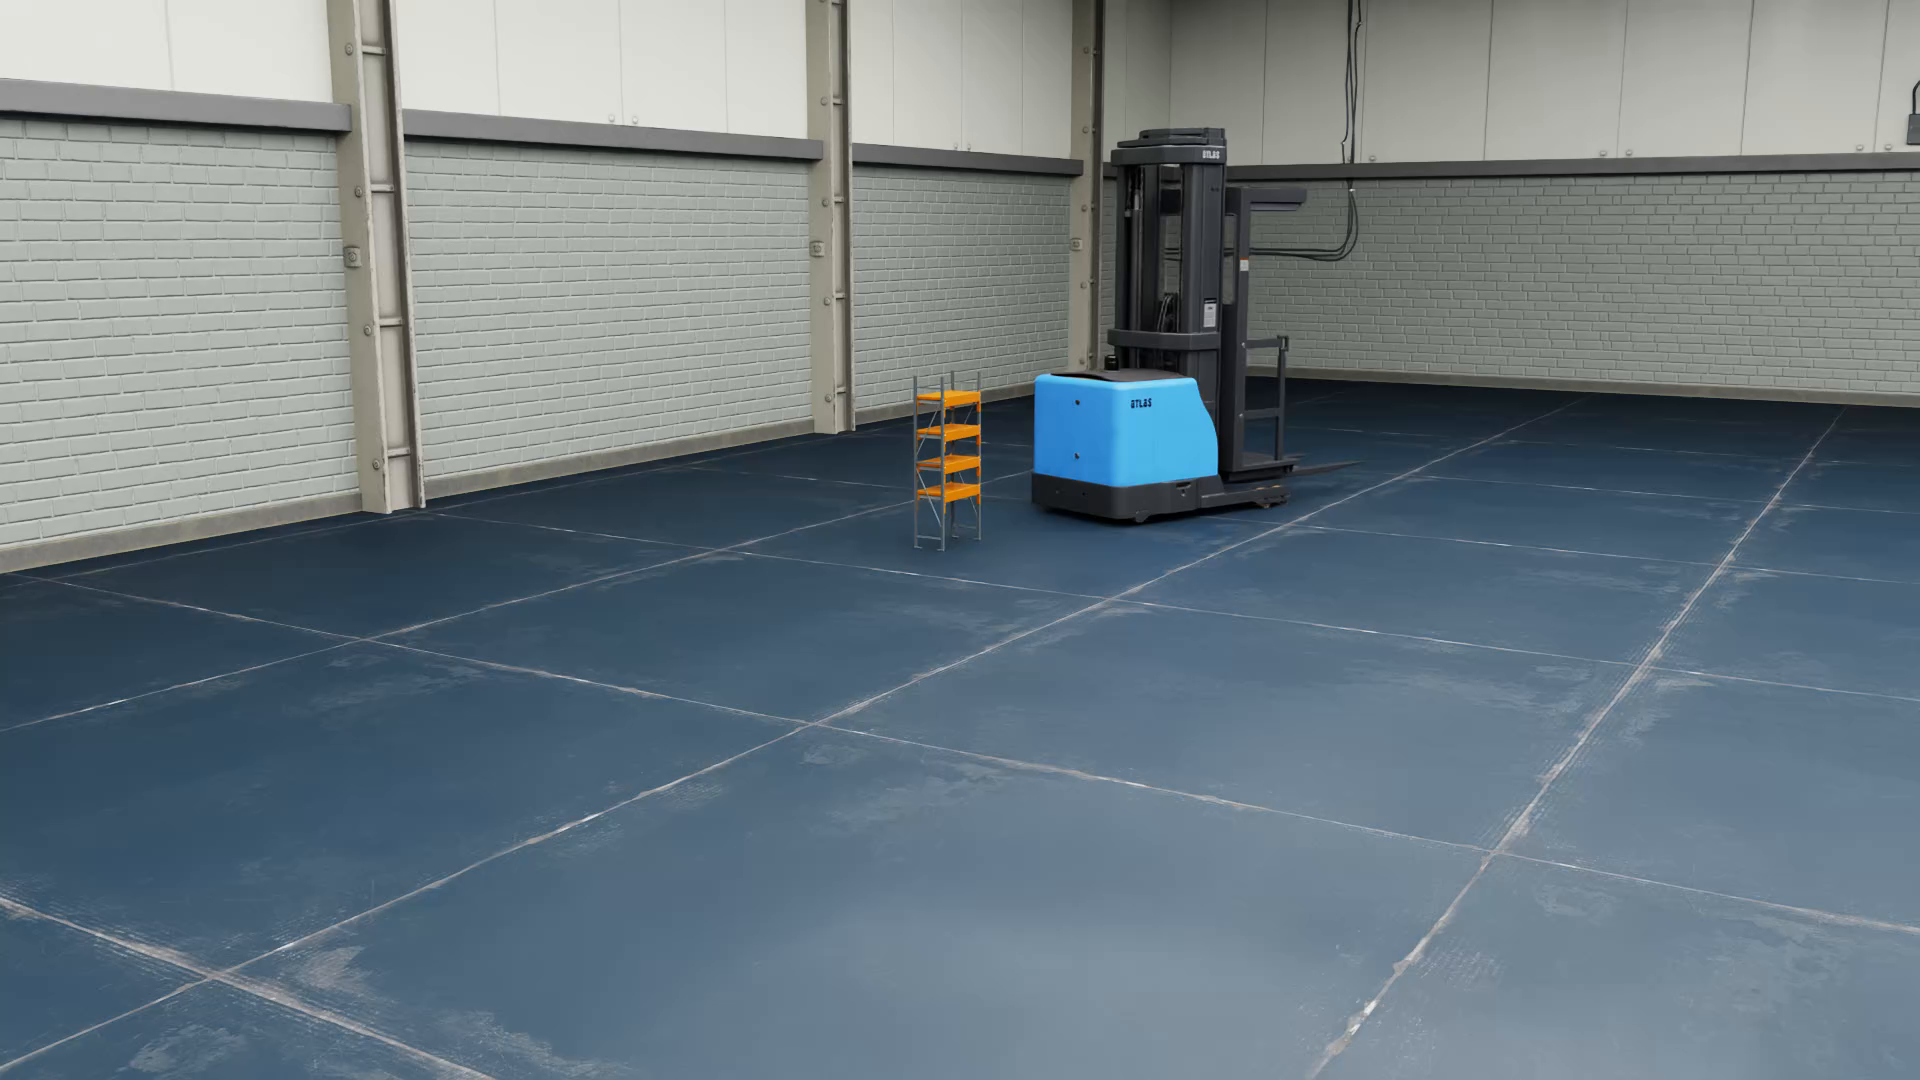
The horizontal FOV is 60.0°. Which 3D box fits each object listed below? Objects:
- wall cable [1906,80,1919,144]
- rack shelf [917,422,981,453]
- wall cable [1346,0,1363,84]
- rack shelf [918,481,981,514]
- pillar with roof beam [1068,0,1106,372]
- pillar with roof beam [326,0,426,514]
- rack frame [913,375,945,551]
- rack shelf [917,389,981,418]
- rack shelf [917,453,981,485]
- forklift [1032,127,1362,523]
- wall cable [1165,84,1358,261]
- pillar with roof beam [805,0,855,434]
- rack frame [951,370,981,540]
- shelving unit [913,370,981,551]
[{"bbox_3d":[12.497,-7.659,19.083,2.305,6.003,0.169,6,12,31],"label":"wall cable"},{"bbox_3d":[-0.086,-0.717,11.590,0.258,0.148,0.480,6,12,31],"label":"rack shelf"},{"bbox_3d":[6.703,-7.595,22.694,3.097,2.526,0.112,6,12,31],"label":"wall cable"},{"bbox_3d":[-0.086,-0.302,11.668,0.258,0.148,0.480,6,12,31],"label":"rack shelf"},{"bbox_3d":[5.411,-6.149,20.257,9.100,9.000,0.400,6,12,31],"label":"pillar with roof beam"},{"bbox_3d":[-0.819,-4.261,10.176,9.100,9.000,0.400,6,12,31],"label":"pillar with roof beam"},{"bbox_3d":[-0.213,-0.525,11.414,0.240,1.200,0.015,6,12,31],"label":"rack frame"},{"bbox_3d":[-0.086,-0.950,11.547,0.258,0.148,0.480,6,12,31],"label":"rack shelf"},{"bbox_3d":[-0.086,-0.498,11.632,0.258,0.148,0.480,6,12,31],"label":"rack shelf"},{"bbox_3d":[2.036,-1.764,13.326,3.031,2.935,1.130,-8,13,-37],"label":"forklift"},{"bbox_3d":[4.391,-5.371,24.539,3.097,2.526,0.112,6,12,31],"label":"wall cable"},{"bbox_3d":[2.296,-5.205,15.216,9.100,9.000,0.400,6,12,31],"label":"pillar with roof beam"},{"bbox_3d":[0.041,-0.602,11.824,0.240,1.200,0.015,6,12,31],"label":"rack frame"},{"bbox_3d":[-0.086,-0.564,11.619,0.258,1.200,0.503,6,12,31],"label":"shelving unit"}]
